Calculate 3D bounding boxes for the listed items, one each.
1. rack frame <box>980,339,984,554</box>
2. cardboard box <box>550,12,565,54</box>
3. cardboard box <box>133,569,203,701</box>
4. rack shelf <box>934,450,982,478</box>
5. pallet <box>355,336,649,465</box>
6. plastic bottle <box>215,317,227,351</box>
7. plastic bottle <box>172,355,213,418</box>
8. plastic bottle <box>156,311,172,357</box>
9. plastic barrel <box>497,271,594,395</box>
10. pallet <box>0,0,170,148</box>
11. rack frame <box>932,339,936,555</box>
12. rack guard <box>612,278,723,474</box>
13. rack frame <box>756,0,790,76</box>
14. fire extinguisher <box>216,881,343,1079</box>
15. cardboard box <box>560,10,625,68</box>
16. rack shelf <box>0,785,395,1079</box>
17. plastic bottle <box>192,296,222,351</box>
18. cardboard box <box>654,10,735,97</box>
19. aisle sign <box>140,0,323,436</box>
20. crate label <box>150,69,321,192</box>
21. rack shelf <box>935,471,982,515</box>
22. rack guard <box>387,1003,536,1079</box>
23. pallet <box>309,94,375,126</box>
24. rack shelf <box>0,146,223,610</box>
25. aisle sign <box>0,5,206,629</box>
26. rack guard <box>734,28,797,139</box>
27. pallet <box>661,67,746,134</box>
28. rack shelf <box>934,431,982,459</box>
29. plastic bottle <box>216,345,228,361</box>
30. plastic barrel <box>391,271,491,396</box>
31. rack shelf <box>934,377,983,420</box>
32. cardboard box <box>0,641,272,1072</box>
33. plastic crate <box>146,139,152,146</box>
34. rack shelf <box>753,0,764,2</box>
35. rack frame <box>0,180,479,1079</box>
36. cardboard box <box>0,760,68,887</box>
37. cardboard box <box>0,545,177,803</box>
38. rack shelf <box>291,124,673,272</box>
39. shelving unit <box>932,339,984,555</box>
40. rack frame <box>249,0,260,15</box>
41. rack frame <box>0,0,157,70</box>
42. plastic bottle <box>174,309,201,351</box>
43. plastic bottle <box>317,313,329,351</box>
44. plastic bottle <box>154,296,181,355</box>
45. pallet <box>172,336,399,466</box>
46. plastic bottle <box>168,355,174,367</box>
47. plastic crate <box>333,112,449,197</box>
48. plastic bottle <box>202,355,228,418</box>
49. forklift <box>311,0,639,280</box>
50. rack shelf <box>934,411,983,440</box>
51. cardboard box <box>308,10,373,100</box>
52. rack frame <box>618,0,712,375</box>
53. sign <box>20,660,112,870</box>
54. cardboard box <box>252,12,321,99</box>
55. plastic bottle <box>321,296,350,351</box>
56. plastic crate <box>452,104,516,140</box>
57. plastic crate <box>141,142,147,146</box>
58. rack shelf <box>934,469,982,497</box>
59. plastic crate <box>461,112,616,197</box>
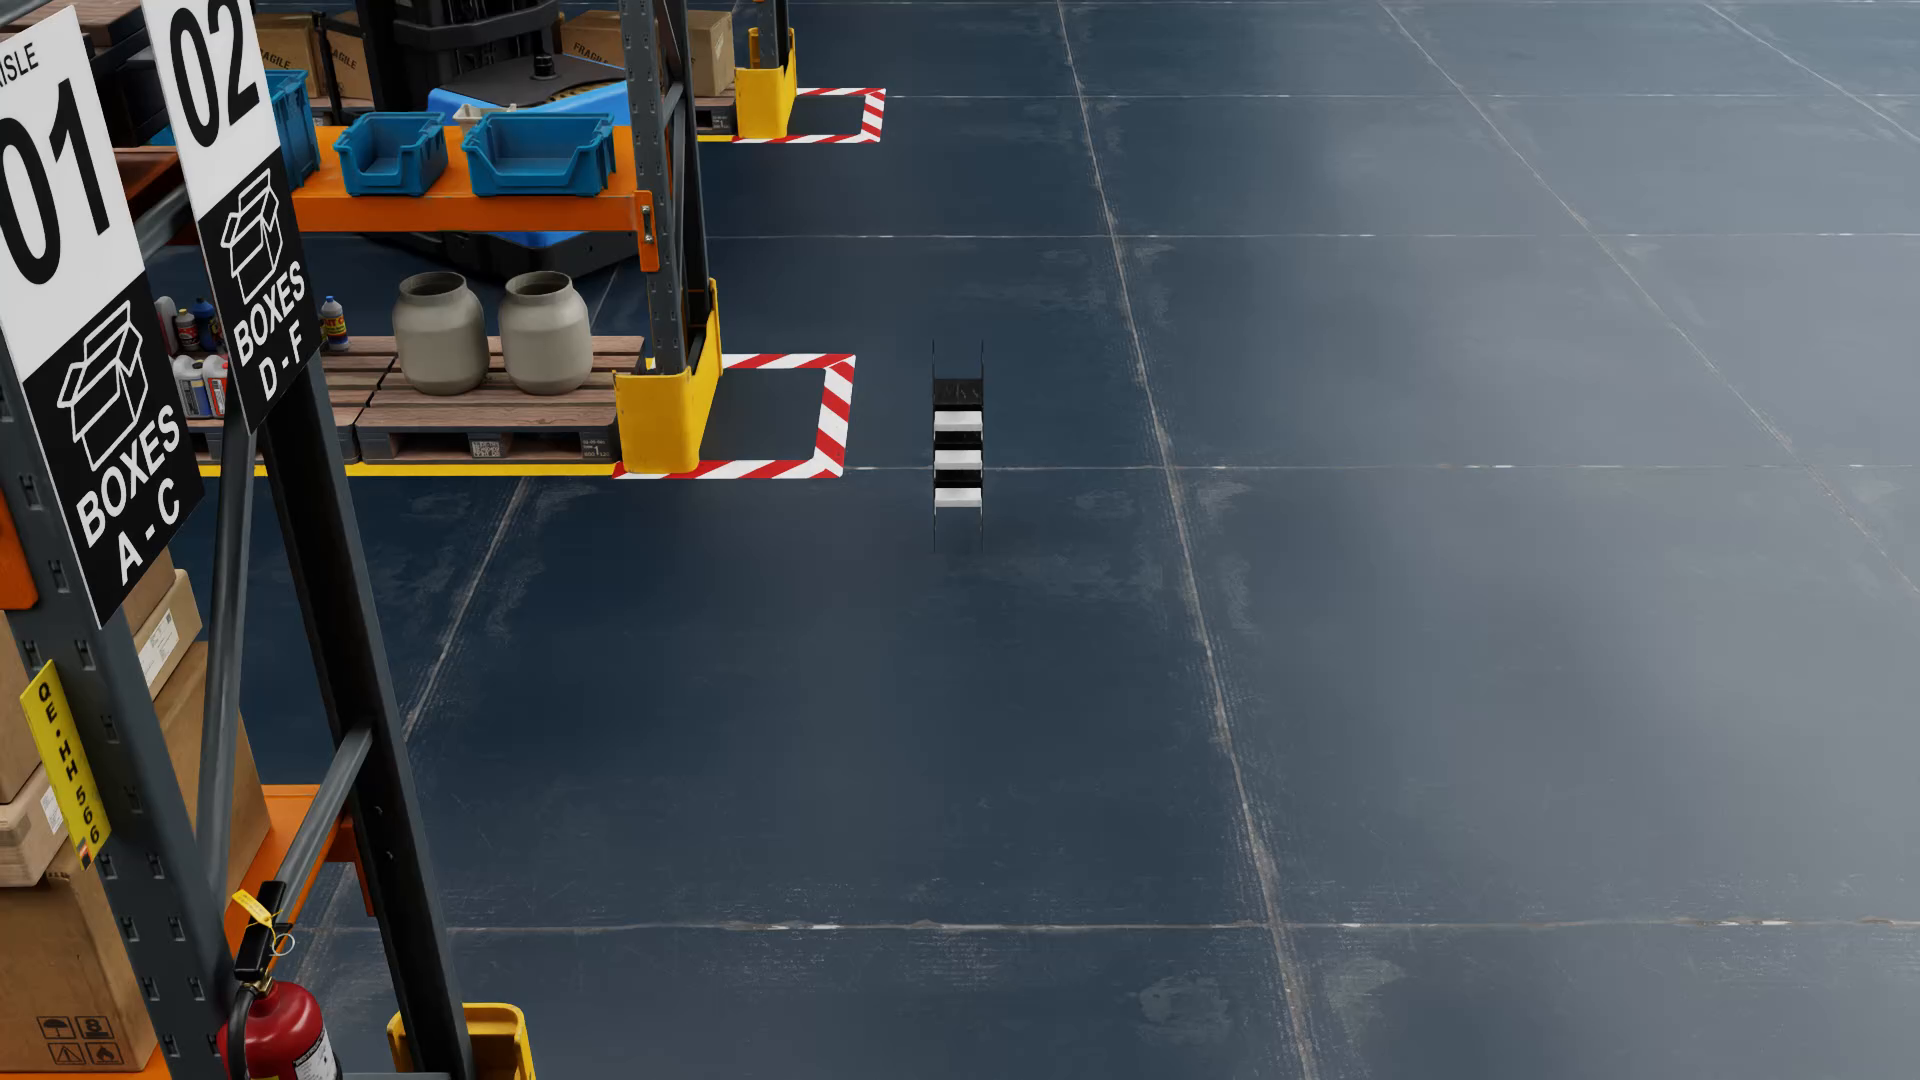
[{"bbox_3d":[0.094,-0.385,7.017,0.006,0.900,0.240,0,31,0],"label":"rack frame"},{"bbox_3d":[-3.213,-3.595,12.288,0.500,0.500,0.500,3,31,4],"label":"cardboard box"},{"bbox_3d":[-1.702,0.219,3.276,0.250,0.149,0.380,0,31,-1],"label":"cardboard box"},{"bbox_3d":[-0.008,-0.356,7.034,0.200,0.077,0.258,0,31,0],"label":"rack shelf"},{"bbox_3d":[-2.223,-0.703,8.206,1.213,0.211,1.003,0,31,0],"label":"pallet"},{"bbox_3d":[-3.692,-1.066,8.388,0.097,0.201,0.097,0,31,0],"label":"plastic bottle"},{"bbox_3d":[-3.560,-0.723,7.752,0.135,0.276,0.152,-1,31,-2],"label":"plastic bottle"},{"bbox_3d":[-4.014,-1.030,8.251,0.133,0.283,0.061,0,31,0],"label":"plastic bottle"},{"bbox_3d":[-1.992,-0.994,7.990,0.421,0.512,0.421,0,31,0],"label":"plastic barrel"},{"bbox_3d":[-2.016,-0.606,2.551,1.213,0.211,1.003,0,31,0],"label":"pallet"},{"bbox_3d":[-0.110,-0.384,7.016,0.006,0.900,0.240,0,31,0],"label":"rack frame"},{"bbox_3d":[-1.410,-0.826,8.130,0.348,0.500,1.175,0,31,0],"label":"rack guard"},{"bbox_3d":[-1.365,-4.489,11.757,0.127,3.000,1.000,0,31,0],"label":"rack frame"},{"bbox_3d":[-1.188,0.923,2.911,0.183,0.674,0.296,0,31,0],"label":"fire extinguisher"},{"bbox_3d":[-2.587,-3.587,12.275,0.500,0.500,0.500,8,32,13],"label":"cardboard box"},{"bbox_3d":[-3.309,0.963,3.464,4.000,0.370,1.077,0,31,0],"label":"rack shelf"},{"bbox_3d":[-3.795,-1.095,8.370,0.097,0.271,0.097,0,31,0],"label":"plastic bottle"},{"bbox_3d":[-1.989,-3.607,12.307,0.500,0.500,0.500,5,32,9],"label":"cardboard box"},{"bbox_3d":[-1.245,-0.621,2.876,0.004,0.787,0.394,0,31,0],"label":"aisle sign"},{"bbox_3d":[-3.174,-1.789,7.273,0.616,0.435,0.502,0,31,0],"label":"crate label"},{"bbox_3d":[-0.008,-0.202,7.127,0.200,0.077,0.258,0,31,0],"label":"rack shelf"},{"bbox_3d":[-1.285,1.718,3.936,0.348,0.500,1.175,0,31,0],"label":"rack guard"},{"bbox_3d":[-4.693,-3.305,12.493,1.213,0.211,1.003,0,31,0],"label":"pallet"},{"bbox_3d":[-3.309,-0.319,2.686,4.000,0.370,1.077,0,31,0],"label":"rack shelf"},{"bbox_3d":[-1.241,-0.310,2.363,0.004,0.787,0.394,0,31,0],"label":"aisle sign"},{"bbox_3d":[-1.441,-3.420,12.405,0.348,0.500,1.175,0,31,0],"label":"rack guard"},{"bbox_3d":[-2.253,-3.312,12.506,1.213,0.211,1.003,0,31,0],"label":"pallet"},{"bbox_3d":[-0.008,-0.433,6.987,0.200,0.077,0.258,0,31,0],"label":"rack shelf"},{"bbox_3d":[-3.422,-0.782,7.842,0.133,0.283,0.061,0,31,0],"label":"plastic bottle"},{"bbox_3d":[-2.494,-0.992,7.988,0.421,0.512,0.421,0,31,0],"label":"plastic barrel"},{"bbox_3d":[-0.008,-0.587,6.894,0.200,0.077,0.258,0,31,0],"label":"rack shelf"},{"bbox_3d":[-1.776,0.602,3.270,0.500,0.500,0.700,0,31,0],"label":"cardboard box"},{"bbox_3d":[-3.712,-1.931,7.795,0.437,0.136,0.530,0,31,0],"label":"plastic crate"},{"bbox_3d":[-3.365,-4.175,11.933,4.000,0.370,1.077,0,31,0],"label":"rack shelf"},{"bbox_3d":[-1.309,0.650,3.288,0.127,3.000,1.000,0,31,0],"label":"rack frame"},{"bbox_3d":[-1.690,0.430,2.929,0.250,0.149,0.380,-1,31,-1],"label":"cardboard box"},{"bbox_3d":[-1.828,0.047,2.933,0.500,0.500,0.700,0,31,0],"label":"cardboard box"},{"bbox_3d":[-3.335,-1.606,7.699,4.000,0.370,1.077,0,31,0],"label":"rack shelf"},{"bbox_3d":[-0.008,-0.385,7.017,0.210,0.900,0.258,0,31,0],"label":"shelving unit"},{"bbox_3d":[-5.365,-4.476,11.736,0.127,3.000,1.000,0,31,0],"label":"rack frame"},{"bbox_3d":[-1.309,-1.915,1.731,0.127,3.000,1.000,0,31,0],"label":"rack frame"},{"bbox_3d":[-3.897,-1.065,8.387,0.097,0.201,0.097,0,31,0],"label":"plastic bottle"},{"bbox_3d":[-3.253,-1.067,8.391,0.097,0.201,0.097,0,31,0],"label":"plastic bottle"},{"bbox_3d":[-4.015,-1.082,8.344,0.135,0.276,0.152,0,31,1],"label":"plastic bottle"},{"bbox_3d":[-3.440,-0.701,8.202,1.213,0.211,1.003,0,31,0],"label":"pallet"},{"bbox_3d":[-3.725,-0.753,7.728,0.185,0.351,0.144,1,31,2],"label":"plastic bottle"},{"bbox_3d":[-2.483,-1.700,7.304,0.408,0.251,0.499,0,31,0],"label":"plastic crate"},{"bbox_3d":[-3.421,-0.724,7.753,0.135,0.276,0.152,0,31,0],"label":"plastic bottle"},{"bbox_3d":[-3.242,-3.301,9.866,3.031,2.935,1.130,22,38,32],"label":"forklift"},{"bbox_3d":[-0.008,-0.510,6.940,0.200,0.077,0.258,0,31,0],"label":"rack shelf"},{"bbox_3d":[-4.392,-3.574,12.253,0.500,0.500,0.500,10,33,15],"label":"cardboard box"},{"bbox_3d":[-1.335,-1.920,7.522,0.127,3.000,1.000,0,31,0],"label":"rack frame"},{"bbox_3d":[-1.319,0.335,2.462,0.005,0.325,0.100,0,31,0],"label":"sign"},{"bbox_3d":[-4.964,-3.568,12.244,0.500,0.500,0.500,-1,31,-2],"label":"cardboard box"},{"bbox_3d":[-3.150,-1.097,8.373,0.097,0.271,0.097,0,31,0],"label":"plastic bottle"},{"bbox_3d":[-2.232,-1.971,7.861,0.250,0.136,0.298,0,31,0],"label":"plastic crate"},{"bbox_3d":[-3.976,-1.675,7.322,0.662,0.188,0.450,0,31,0],"label":"plastic crate"},{"bbox_3d":[-0.008,-0.279,7.081,0.200,0.077,0.258,0,31,0],"label":"rack shelf"},{"bbox_3d":[-1.833,-1.699,7.303,0.616,0.251,0.499,0,31,0],"label":"plastic crate"}]
